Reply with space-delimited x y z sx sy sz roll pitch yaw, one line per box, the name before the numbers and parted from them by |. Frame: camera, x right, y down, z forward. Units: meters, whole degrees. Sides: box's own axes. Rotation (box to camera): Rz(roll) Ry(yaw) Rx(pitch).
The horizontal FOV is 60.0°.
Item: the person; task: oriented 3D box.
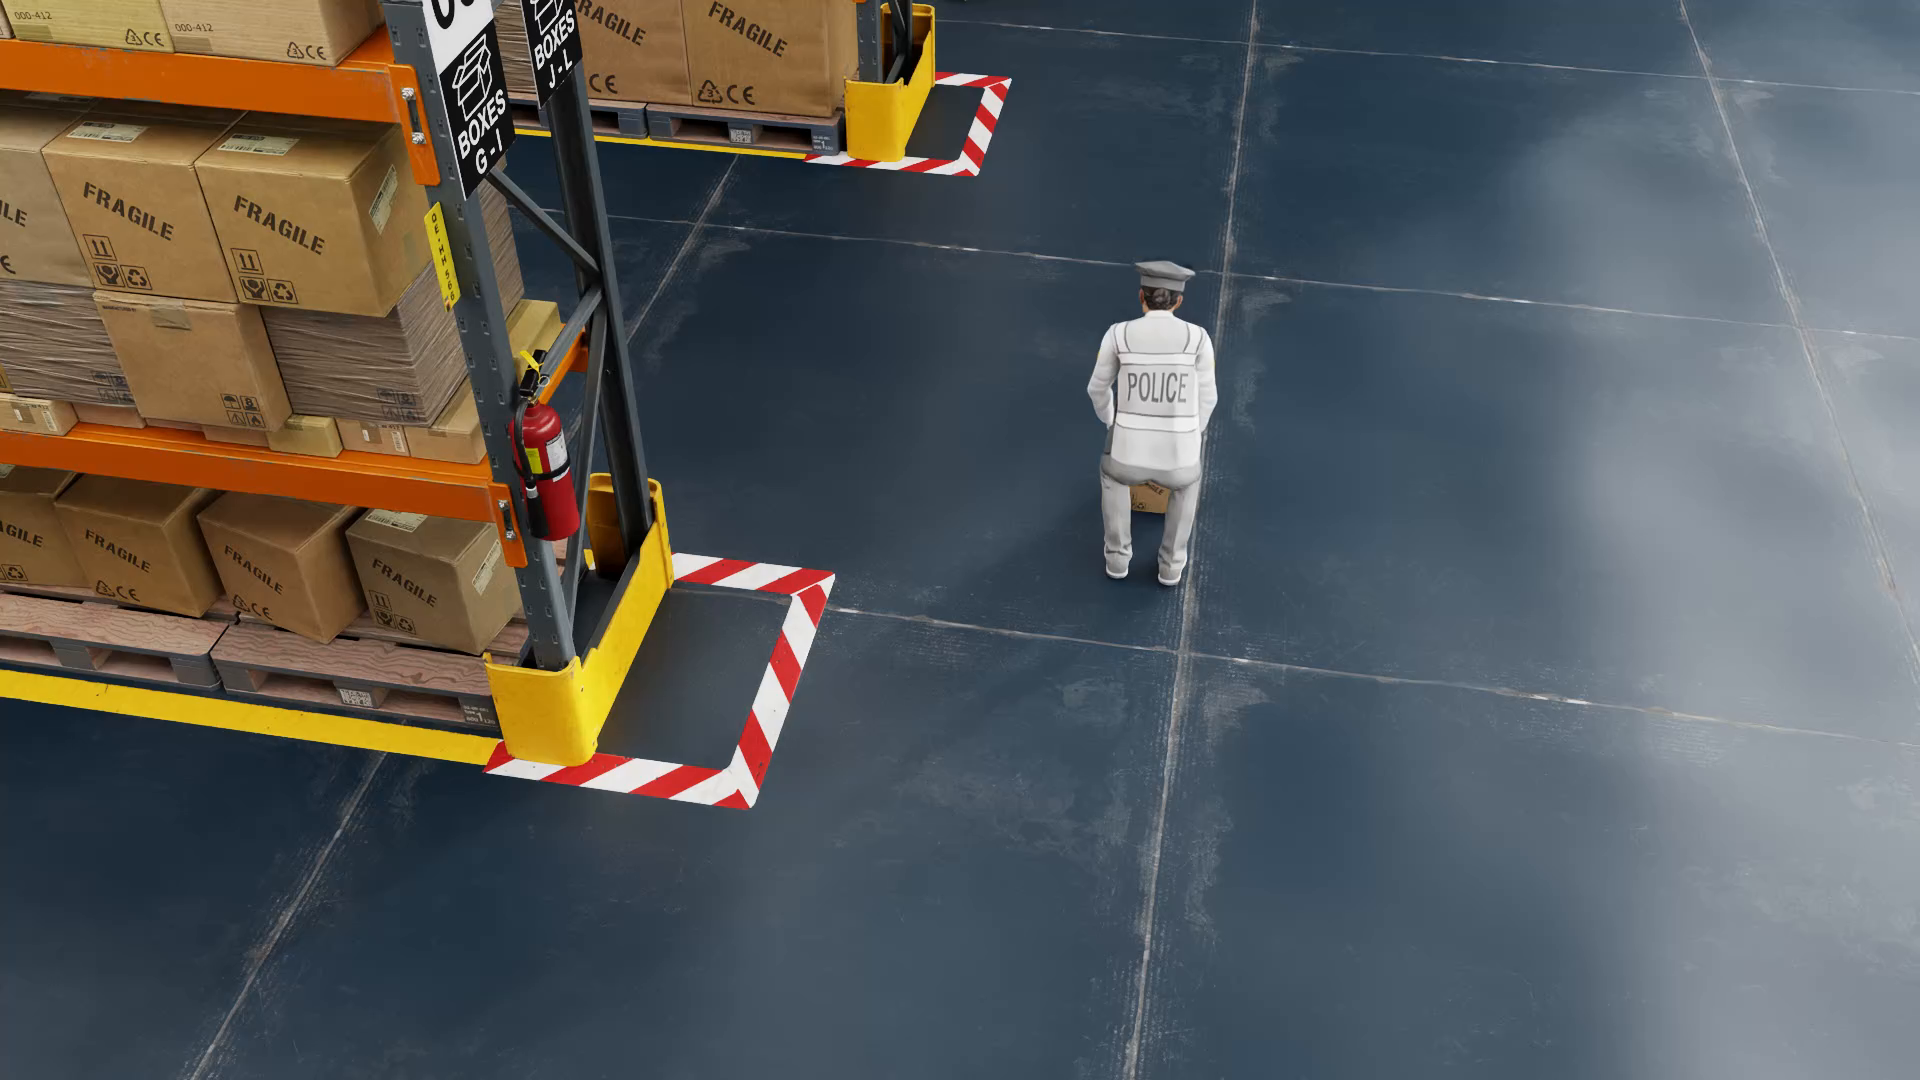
person | 0.783 -0.461 6.919 0.535 1.375 0.709 7 41 8
